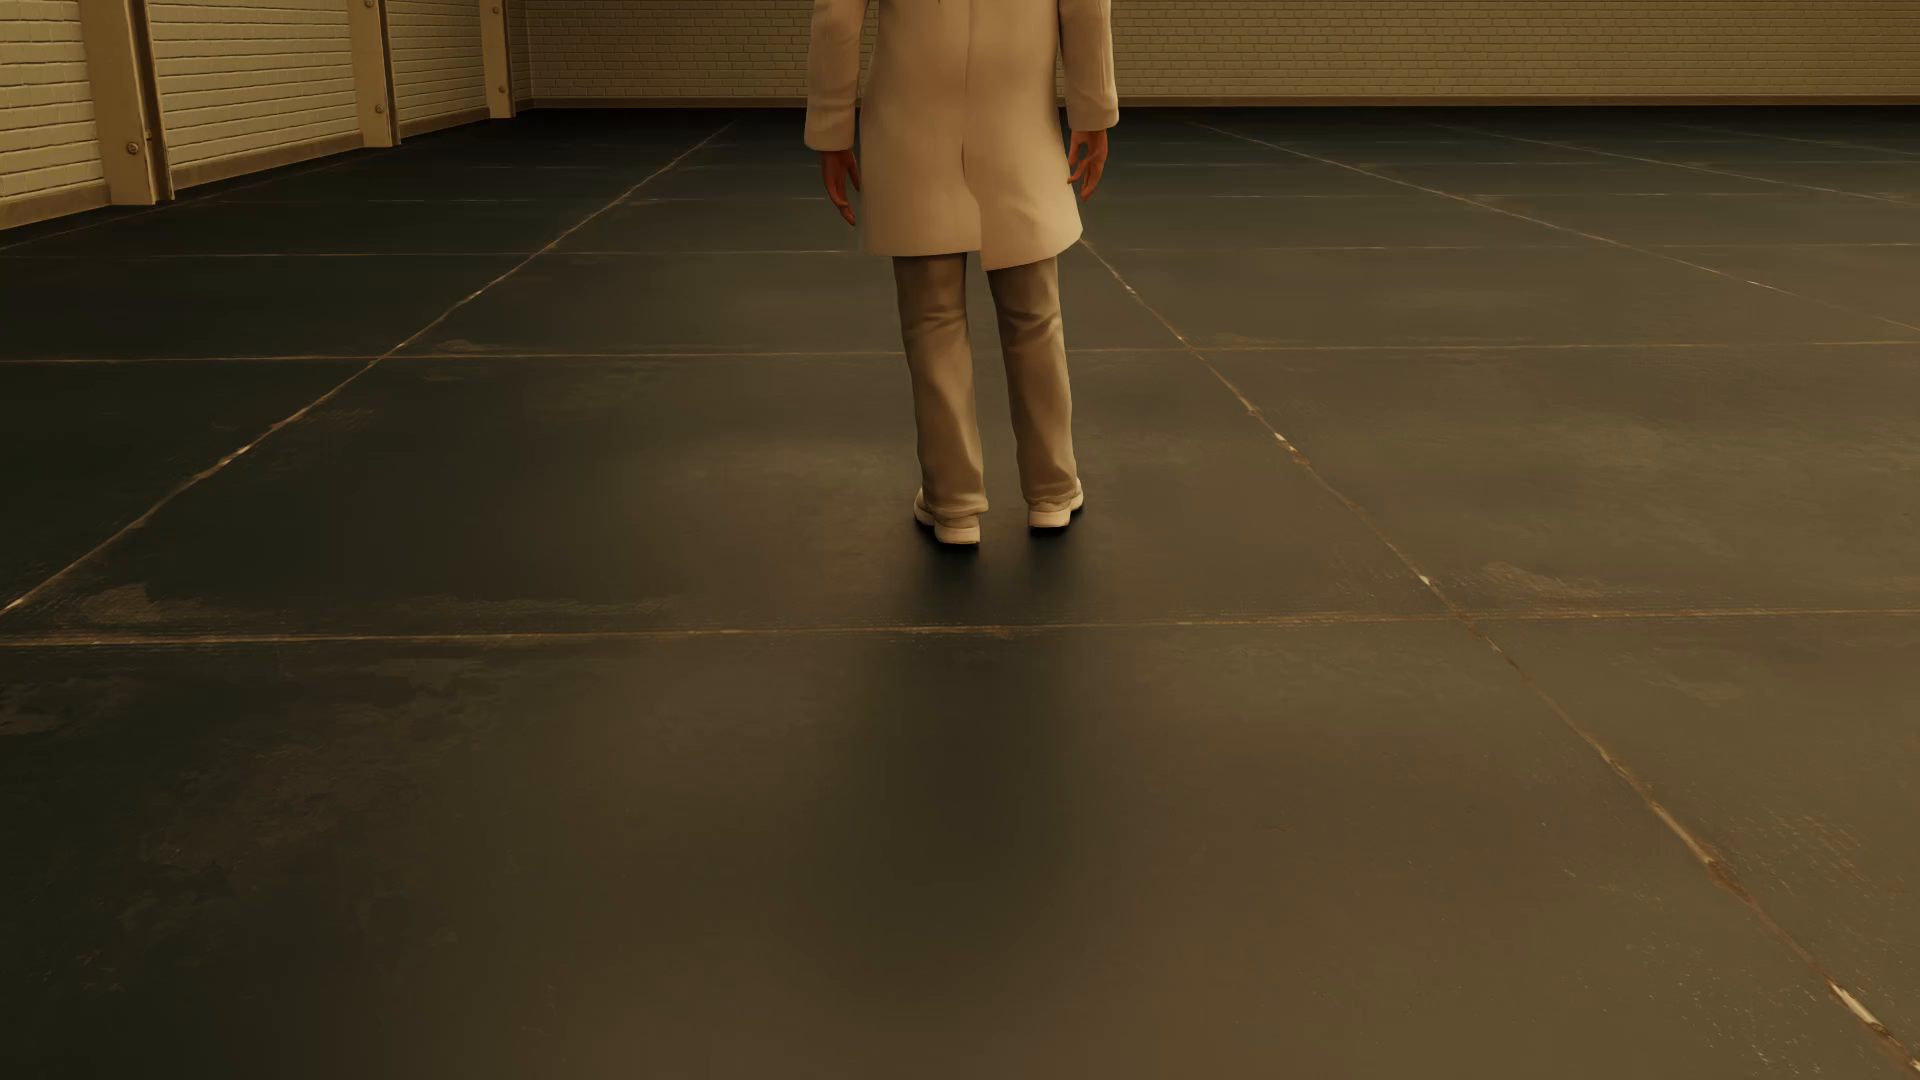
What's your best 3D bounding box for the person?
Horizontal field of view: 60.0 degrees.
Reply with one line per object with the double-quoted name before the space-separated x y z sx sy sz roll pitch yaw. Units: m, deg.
"person" 0.000 -0.883 3.742 0.696 1.775 0.581 -1 17 -3
